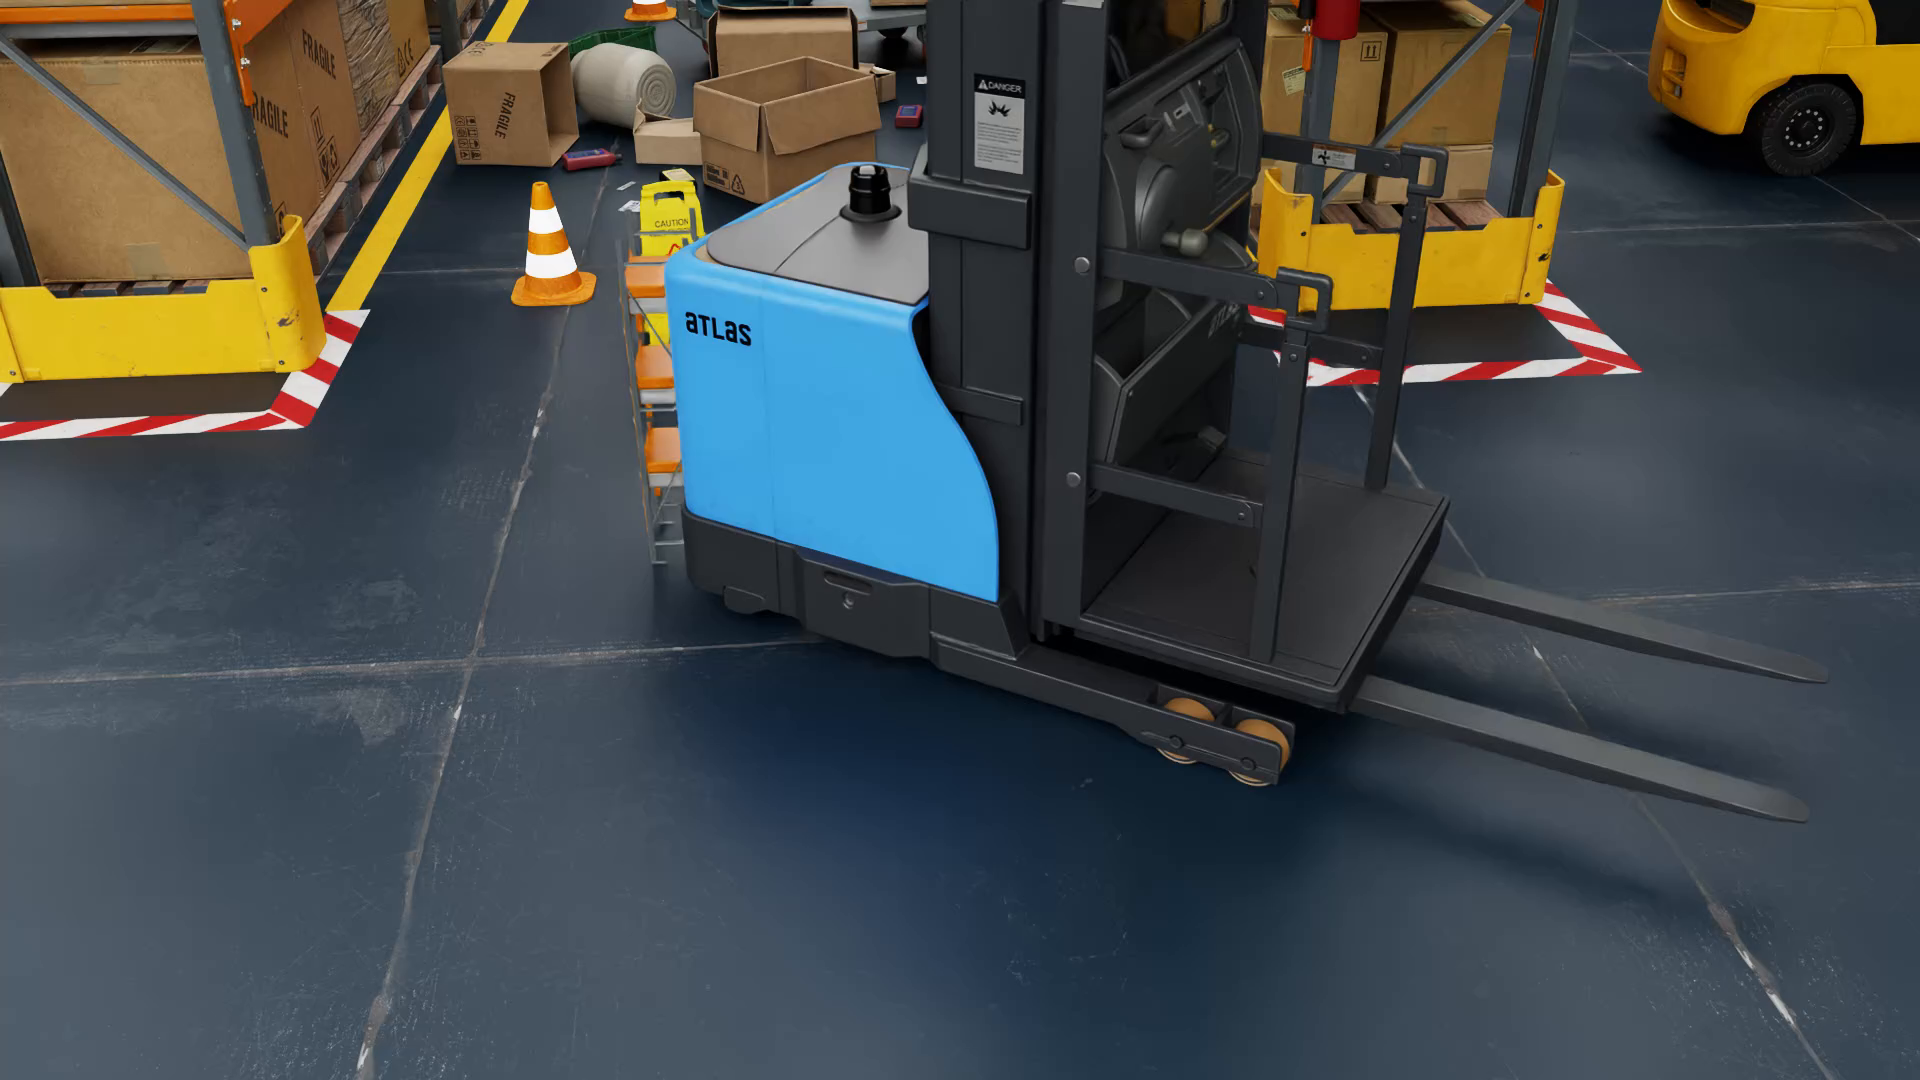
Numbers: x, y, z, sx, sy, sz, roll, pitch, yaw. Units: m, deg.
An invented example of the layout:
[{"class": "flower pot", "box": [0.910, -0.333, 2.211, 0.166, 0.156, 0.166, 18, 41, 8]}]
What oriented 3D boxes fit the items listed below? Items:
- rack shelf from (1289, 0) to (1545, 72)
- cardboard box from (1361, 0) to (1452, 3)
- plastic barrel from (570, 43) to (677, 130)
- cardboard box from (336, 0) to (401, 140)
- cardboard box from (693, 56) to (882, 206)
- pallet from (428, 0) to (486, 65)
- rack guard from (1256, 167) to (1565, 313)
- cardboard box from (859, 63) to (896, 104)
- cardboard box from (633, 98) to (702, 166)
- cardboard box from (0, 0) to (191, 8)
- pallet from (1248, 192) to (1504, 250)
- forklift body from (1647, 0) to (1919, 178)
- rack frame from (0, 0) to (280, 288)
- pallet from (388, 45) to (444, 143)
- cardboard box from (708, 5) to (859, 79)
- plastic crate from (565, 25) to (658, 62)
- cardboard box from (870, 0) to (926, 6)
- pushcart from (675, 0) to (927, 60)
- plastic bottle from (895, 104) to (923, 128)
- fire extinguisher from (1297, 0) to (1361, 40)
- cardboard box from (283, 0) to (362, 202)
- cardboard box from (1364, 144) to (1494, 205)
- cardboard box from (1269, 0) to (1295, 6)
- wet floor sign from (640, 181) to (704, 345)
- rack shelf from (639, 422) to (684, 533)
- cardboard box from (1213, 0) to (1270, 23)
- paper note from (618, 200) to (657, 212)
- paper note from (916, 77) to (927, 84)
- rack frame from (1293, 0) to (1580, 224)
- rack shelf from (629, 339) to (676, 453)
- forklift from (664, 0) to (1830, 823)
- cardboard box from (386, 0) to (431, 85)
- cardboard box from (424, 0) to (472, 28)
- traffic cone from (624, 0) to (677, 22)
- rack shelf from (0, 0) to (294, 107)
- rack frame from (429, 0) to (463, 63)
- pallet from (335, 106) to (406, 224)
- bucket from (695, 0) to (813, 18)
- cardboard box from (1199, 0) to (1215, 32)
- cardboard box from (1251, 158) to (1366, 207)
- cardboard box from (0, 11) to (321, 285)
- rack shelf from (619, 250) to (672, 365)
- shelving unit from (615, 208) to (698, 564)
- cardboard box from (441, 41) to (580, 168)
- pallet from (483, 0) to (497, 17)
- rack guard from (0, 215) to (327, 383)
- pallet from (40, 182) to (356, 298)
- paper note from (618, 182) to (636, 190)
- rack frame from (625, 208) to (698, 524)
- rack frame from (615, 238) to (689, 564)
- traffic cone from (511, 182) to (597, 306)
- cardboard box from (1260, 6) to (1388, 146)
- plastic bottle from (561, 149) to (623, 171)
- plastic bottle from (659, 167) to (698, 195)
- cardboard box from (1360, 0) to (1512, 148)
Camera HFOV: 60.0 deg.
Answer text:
[{"class": "rack shelf", "box": [1.658, -3.003, 8.053, 1.077, 0.370, 4.000, -3, 31, -5]}, {"class": "cardboard box", "box": [1.989, -2.316, 7.743, 0.500, 0.500, 0.500, -4, 31, -6]}, {"class": "plastic barrel", "box": [-1.814, -2.432, 8.909, 0.512, 0.421, 0.421, 20, 36, 29]}, {"class": "cardboard box", "box": [-3.370, -2.527, 8.219, 0.875, 0.875, 0.875, -3, 31, -4]}, {"class": "cardboard box", "box": [-0.839, -1.994, 8.098, 0.637, 0.503, 0.797, 27, 40, 37]}, {"class": "pallet", "box": [-3.595, -3.237, 10.464, 1.003, 0.211, 1.213, -3, 31, -5]}, {"class": "rack guard", "box": [1.838, -1.256, 6.865, 1.175, 0.500, 0.348, -3, 31, -5]}, {"class": "cardboard box", "box": [-0.589, -2.640, 9.411, 0.396, 0.266, 0.258, 27, 40, 37]}, {"class": "cardboard box", "box": [-1.453, -2.081, 8.475, 0.396, 0.266, 0.258, 2, 31, 4]}, {"class": "cardboard box", "box": [-3.153, -2.253, 5.951, 0.875, 0.550, 0.550, -3, 31, -5]}, {"class": "pallet", "box": [1.797, -1.549, 7.637, 1.003, 0.211, 1.213, -3, 31, -5]}, {"class": "forklift body", "box": [4.793, -3.046, 8.253, 2.313, 2.155, 1.214, -3, 31, -5]}, {"class": "rack frame", "box": [-3.074, -2.002, 5.676, 1.000, 3.000, 0.127, -3, 31, -5]}, {"class": "pallet", "box": [-3.454, -2.455, 9.154, 1.003, 0.211, 1.213, -3, 31, -5]}, {"class": "cardboard box", "box": [-0.935, -2.529, 8.862, 0.797, 0.637, 0.503, -3, 31, -5]}, {"class": "plastic crate", "box": [-2.127, -2.835, 9.758, 0.450, 0.188, 0.662, 4, 30, 26]}, {"class": "cardboard box", "box": [-0.298, -3.484, 9.857, 0.500, 0.500, 0.500, -3, 31, -5]}, {"class": "pushcart", "box": [-0.794, -3.072, 10.025, 1.648, 0.377, 0.936, -14, 33, -22]}, {"class": "plastic bottle", "box": [-0.275, -2.322, 9.078, 0.133, 0.061, 0.283, 2, 31, 4]}, {"class": "fire extinguisher", "box": [1.397, -2.177, 6.044, 0.296, 0.674, 0.183, -3, 31, -5]}, {"class": "cardboard box", "box": [-3.287, -2.062, 7.439, 0.875, 0.875, 0.875, -3, 31, -5]}, {"class": "cardboard box", "box": [2.045, -1.715, 7.469, 0.500, 0.250, 0.500, -3, 31, -5]}, {"class": "cardboard box", "box": [1.410, -2.471, 7.370, 0.380, 0.149, 0.250, -2, 31, -3]}, {"class": "wet floor sign", "box": [-1.100, -1.071, 6.414, 0.267, 0.644, 0.232, -8, 32, -13]}, {"class": "rack shelf", "box": [-0.859, -0.196, 5.117, 0.215, 0.259, 0.240, -2, 31, -3]}, {"class": "cardboard box", "box": [1.459, -2.275, 7.674, 0.500, 0.500, 0.500, -2, 31, -3]}, {"class": "paper note", "box": [-1.526, -1.587, 7.879, 0.144, 0.017, 0.142, 8, 32, 13]}, {"class": "paper note", "box": [-0.178, -2.706, 9.750, 0.148, 0.019, 0.142, -3, 31, -5]}, {"class": "rack frame", "box": [1.845, -2.290, 6.159, 1.000, 3.000, 0.127, -3, 31, -5]}, {"class": "rack shelf", "box": [-0.859, -0.435, 4.974, 0.215, 0.259, 0.240, -2, 31, -3]}, {"class": "forklift", "box": [0.735, -0.948, 3.979, 3.031, 2.935, 1.130, 15, 34, 24]}, {"class": "cardboard box", "box": [-3.458, -2.988, 8.989, 0.875, 0.875, 0.875, -2, 31, -4]}, {"class": "cardboard box", "box": [-3.595, -3.571, 10.088, 1.050, 0.750, 0.750, -3, 31, -5]}, {"class": "traffic cone", "box": [-2.069, -3.712, 11.013, 0.336, 0.463, 0.334, -3, 31, -5]}, {"class": "rack shelf", "box": [-3.261, -2.714, 7.570, 1.077, 0.370, 4.000, -3, 31, -5]}, {"class": "rack frame", "box": [-3.447, -4.044, 9.095, 1.000, 3.000, 0.127, -3, 31, -5]}, {"class": "pallet", "box": [-3.337, -1.830, 8.109, 1.003, 0.211, 1.213, -3, 31, -5]}, {"class": "bucket", "box": [-1.139, -3.332, 9.613, 0.726, 0.611, 0.620, 8, 22, 13]}, {"class": "cardboard box", "box": [1.418, -2.533, 8.106, 0.500, 0.500, 0.500, -3, 31, -6]}, {"class": "cardboard box", "box": [1.500, -1.702, 7.447, 0.500, 0.250, 0.500, -3, 31, -5]}, {"class": "cardboard box", "box": [-3.203, -1.613, 6.687, 0.875, 0.875, 0.875, -3, 31, -4]}, {"class": "rack shelf", "box": [-0.859, -0.678, 4.829, 0.215, 0.259, 0.240, -2, 31, -3]}, {"class": "shelving unit", "box": [-0.859, -0.444, 4.969, 0.215, 1.050, 0.252, -2, 31, -3]}, {"class": "cardboard box", "box": [-2.281, -2.228, 8.491, 0.500, 0.500, 0.500, 2, 31, 4]}, {"class": "pallet", "box": [-3.712, -3.861, 11.509, 1.003, 0.211, 1.213, -3, 31, -5]}, {"class": "rack guard", "box": [-3.071, -0.916, 6.296, 1.175, 0.500, 0.348, -3, 31, -5]}, {"class": "pallet", "box": [-3.226, -1.209, 7.068, 1.003, 0.211, 1.213, -3, 31, -5]}, {"class": "paper note", "box": [-1.633, -1.736, 8.146, 0.032, 0.001, 0.123, 13, 33, 21]}, {"class": "rack frame", "box": [-0.866, -0.506, 5.073, 0.200, 1.050, 0.008, -2, 31, -3]}, {"class": "rack frame", "box": [-0.852, -0.381, 4.864, 0.200, 1.050, 0.008, -2, 31, -3]}, {"class": "traffic cone", "box": [-1.709, -1.252, 6.894, 0.336, 0.463, 0.334, -3, 31, -5]}, {"class": "cardboard box", "box": [1.511, -2.009, 7.228, 0.500, 0.500, 0.500, -3, 31, -4]}, {"class": "plastic bottle", "box": [-1.862, -1.931, 8.424, 0.283, 0.061, 0.133, -14, 33, -22]}, {"class": "plastic bottle", "box": [-1.392, -1.766, 8.147, 0.133, 0.061, 0.283, -14, 33, -22]}, {"class": "cardboard box", "box": [2.042, -2.049, 7.296, 0.500, 0.500, 0.500, -4, 31, -6]}]
